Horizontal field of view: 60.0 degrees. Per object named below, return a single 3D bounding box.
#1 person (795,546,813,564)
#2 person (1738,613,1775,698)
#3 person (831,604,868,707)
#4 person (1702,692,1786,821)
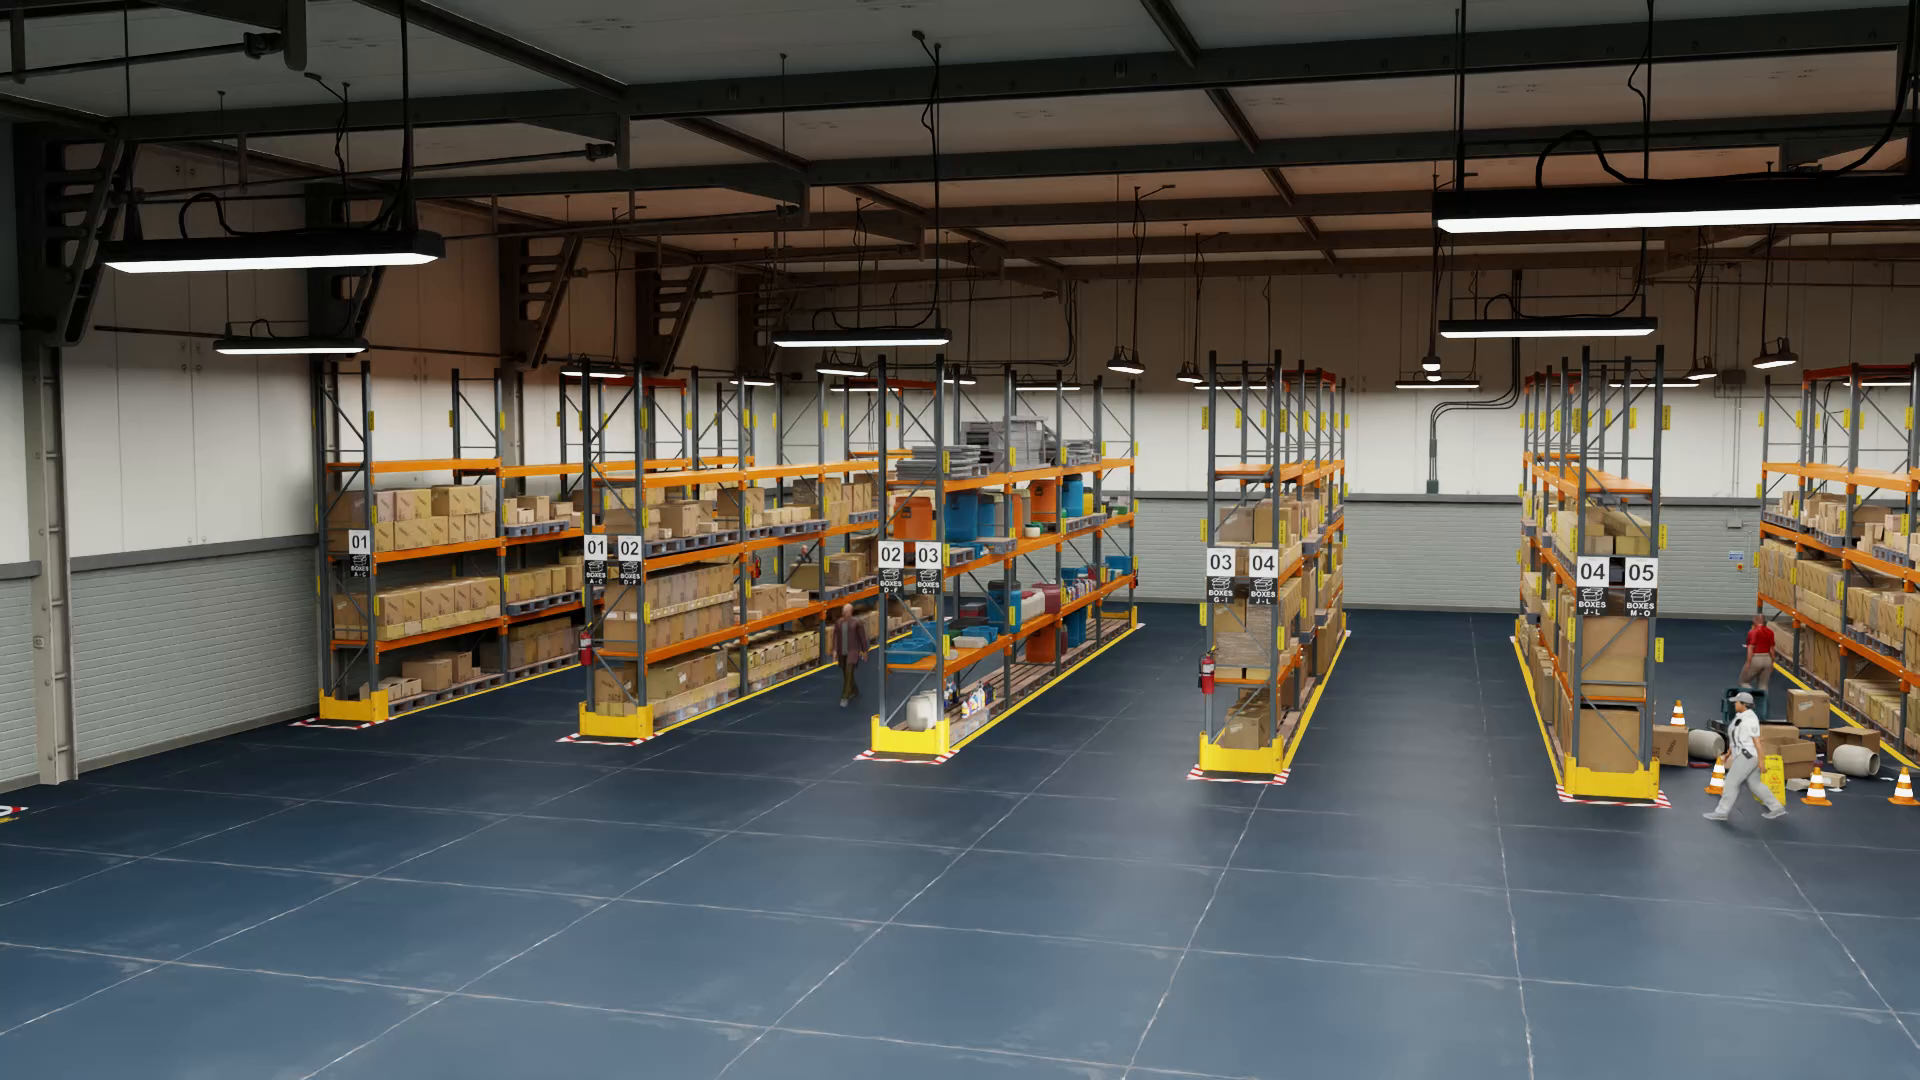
[{"bbox_3d":[-4.224,0.974,44.836,1.106,1.665,0.520,3,5,33],"label":"person"},{"bbox_3d":[13.620,2.128,28.372,0.580,1.755,0.413,-1,4,-15],"label":"person"},{"bbox_3d":[-2.008,2.013,29.474,0.626,1.762,0.904,2,5,26],"label":"person"},{"bbox_3d":[9.816,2.700,20.769,0.986,1.609,0.526,1,4,17],"label":"person"}]
